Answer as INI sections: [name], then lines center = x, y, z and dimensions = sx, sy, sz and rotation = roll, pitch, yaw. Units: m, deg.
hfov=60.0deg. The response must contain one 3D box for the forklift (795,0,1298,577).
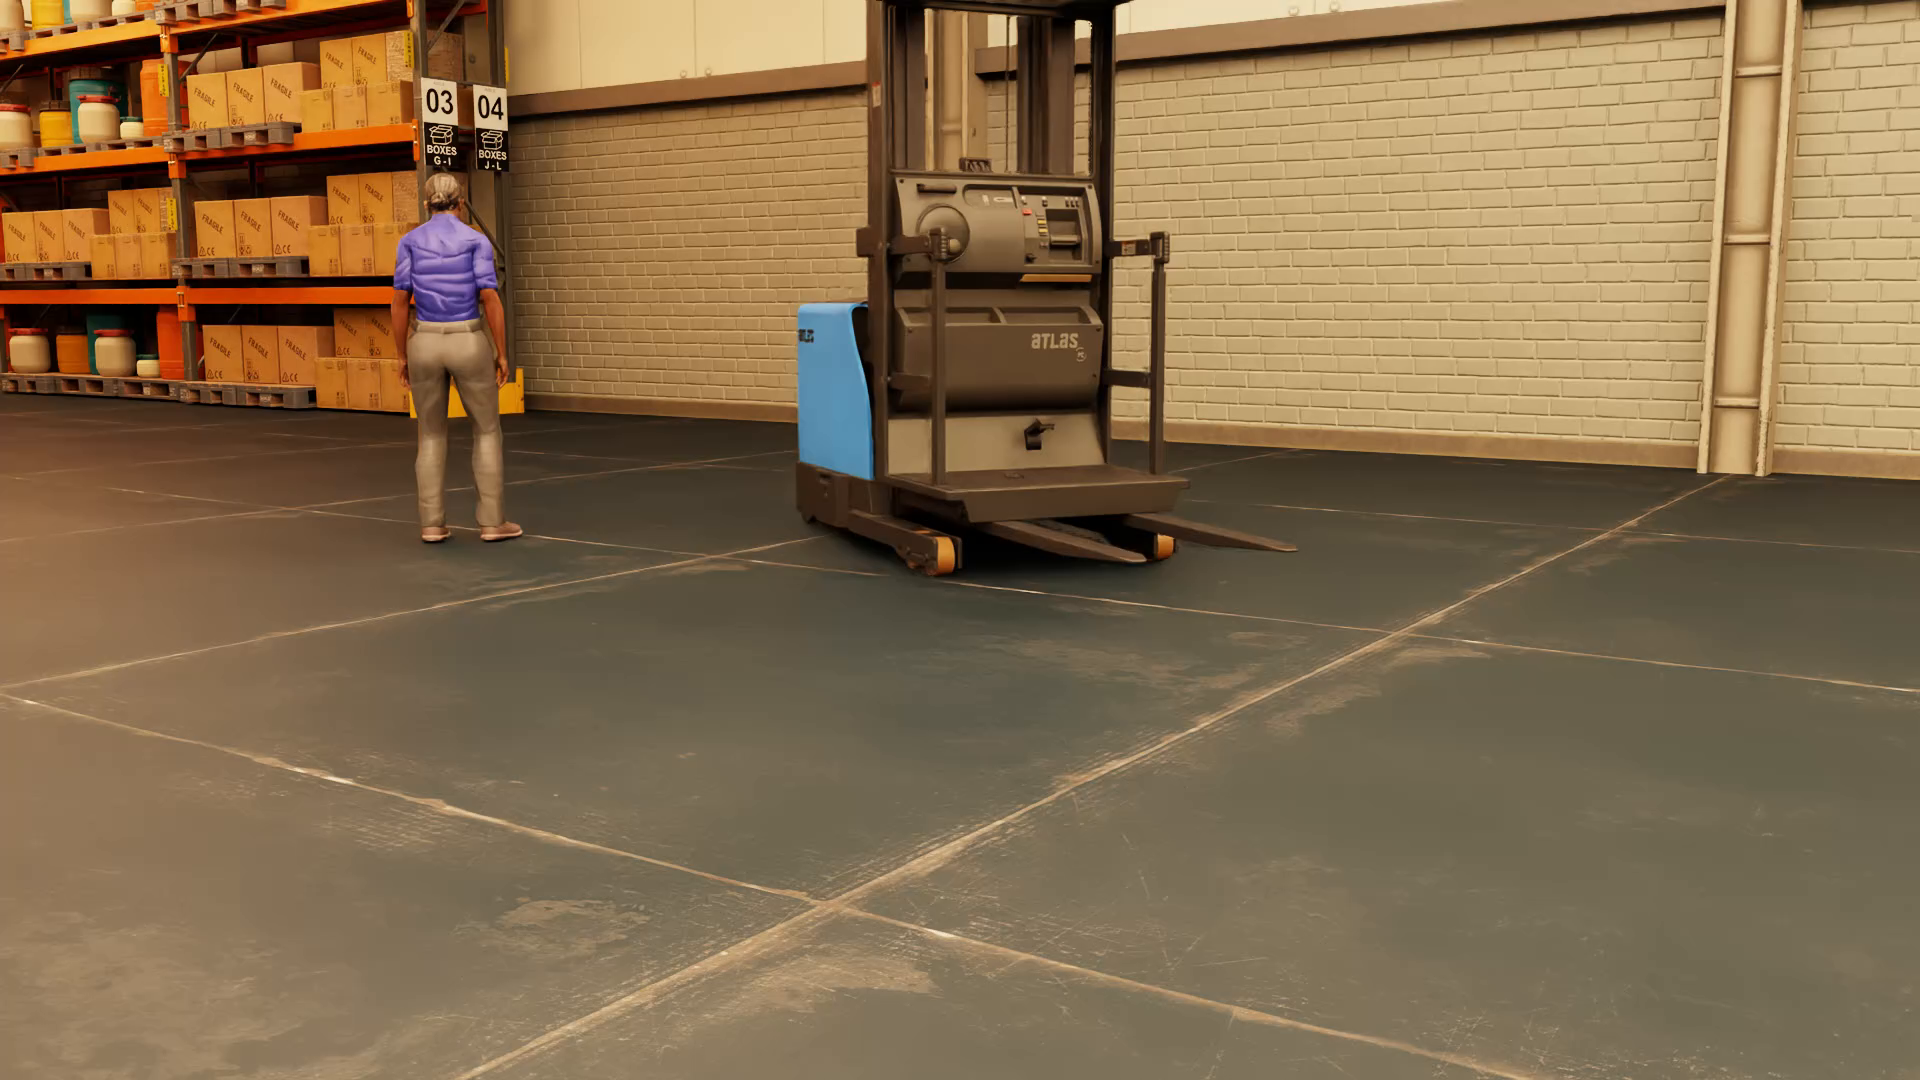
[forklift]
center = 0.258, -1.373, 6.847
dimensions = 1.130, 2.935, 3.031
rotation = -4, 9, -24

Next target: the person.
[person]
center = -2.283, -0.819, 7.496
dimensions = 0.511, 1.653, 0.351
rotation = 0, 8, -3
